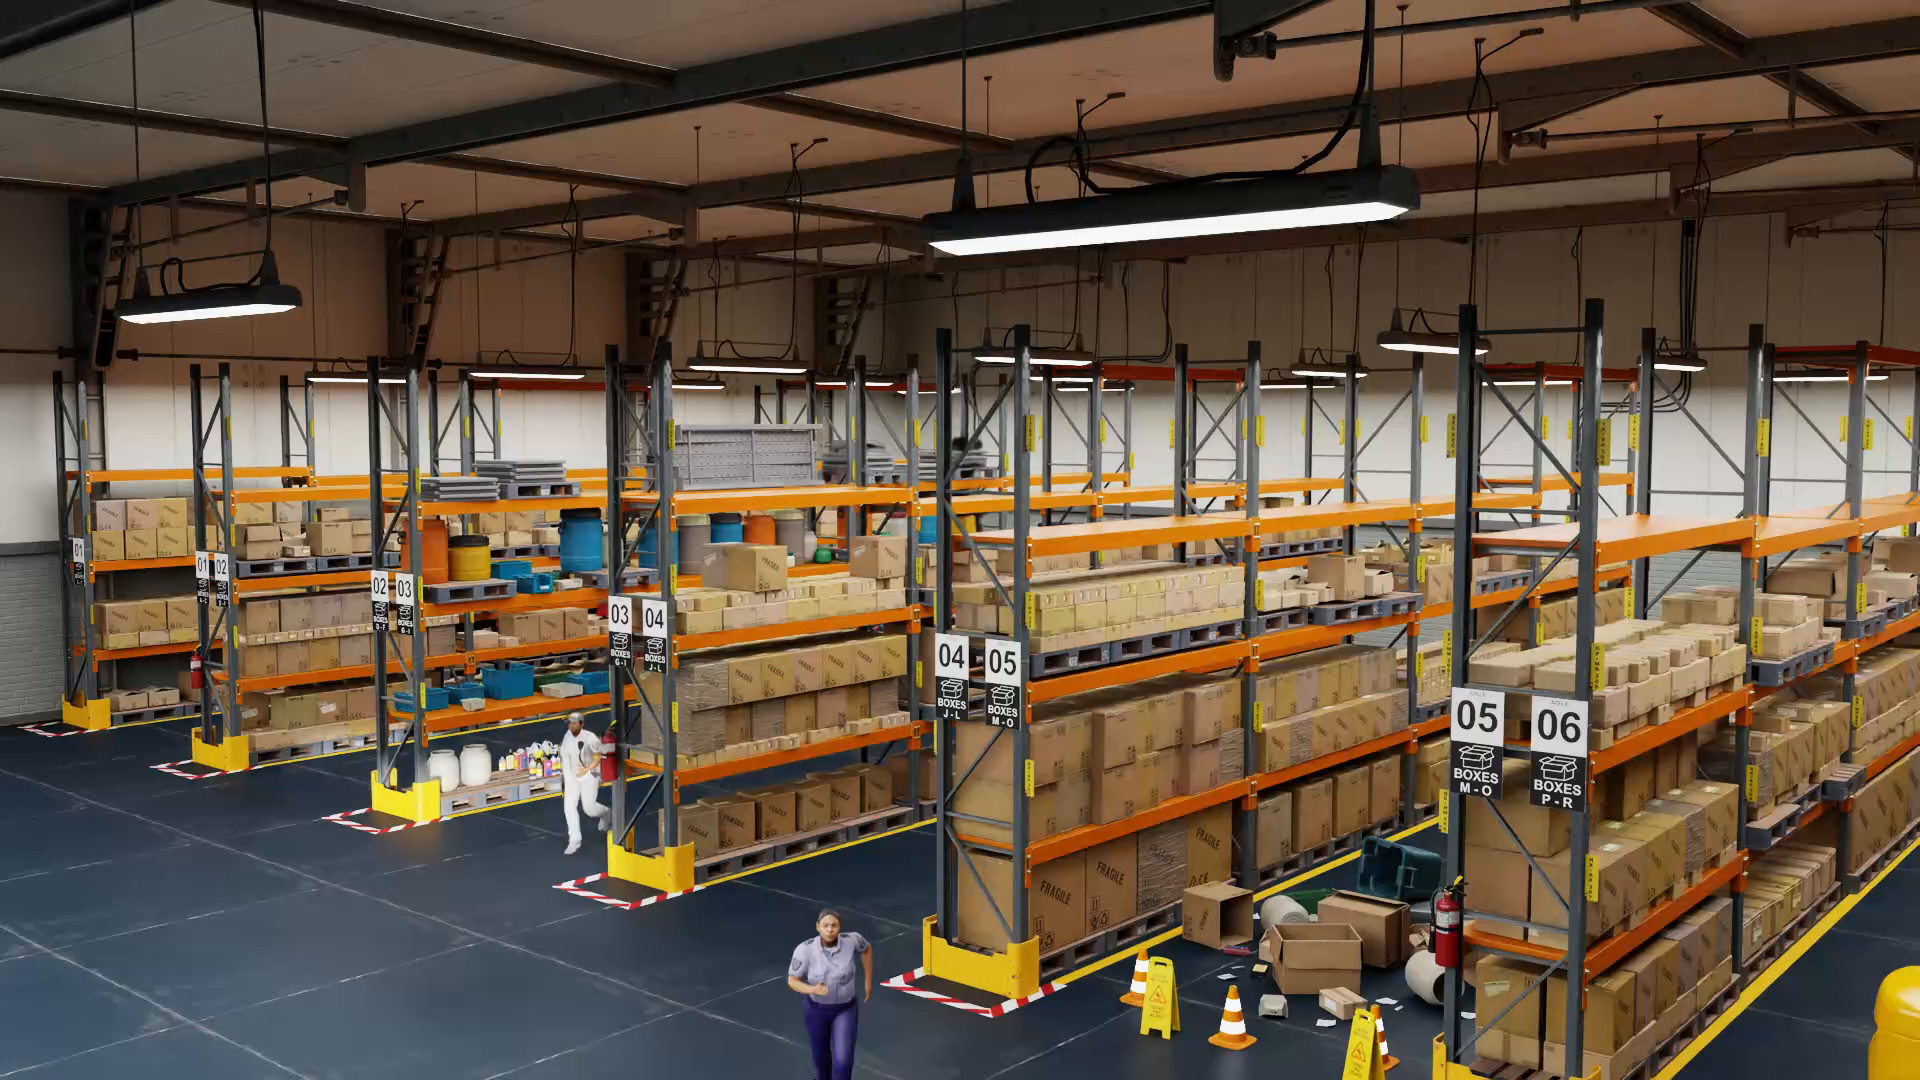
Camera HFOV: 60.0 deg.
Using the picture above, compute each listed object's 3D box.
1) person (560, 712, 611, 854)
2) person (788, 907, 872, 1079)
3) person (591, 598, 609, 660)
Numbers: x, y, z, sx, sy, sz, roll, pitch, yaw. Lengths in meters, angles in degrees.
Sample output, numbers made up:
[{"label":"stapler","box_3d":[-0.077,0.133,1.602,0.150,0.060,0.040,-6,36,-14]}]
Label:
[{"label":"person","box_3d":[-4.578,2.900,20.184,0.630,1.662,0.879,2,4,22]},{"label":"person","box_3d":[-0.946,3.491,12.155,0.626,1.672,0.834,0,4,-7]},{"label":"person","box_3d":[-7.050,1.920,33.291,0.686,1.777,0.860,3,5,33]}]
